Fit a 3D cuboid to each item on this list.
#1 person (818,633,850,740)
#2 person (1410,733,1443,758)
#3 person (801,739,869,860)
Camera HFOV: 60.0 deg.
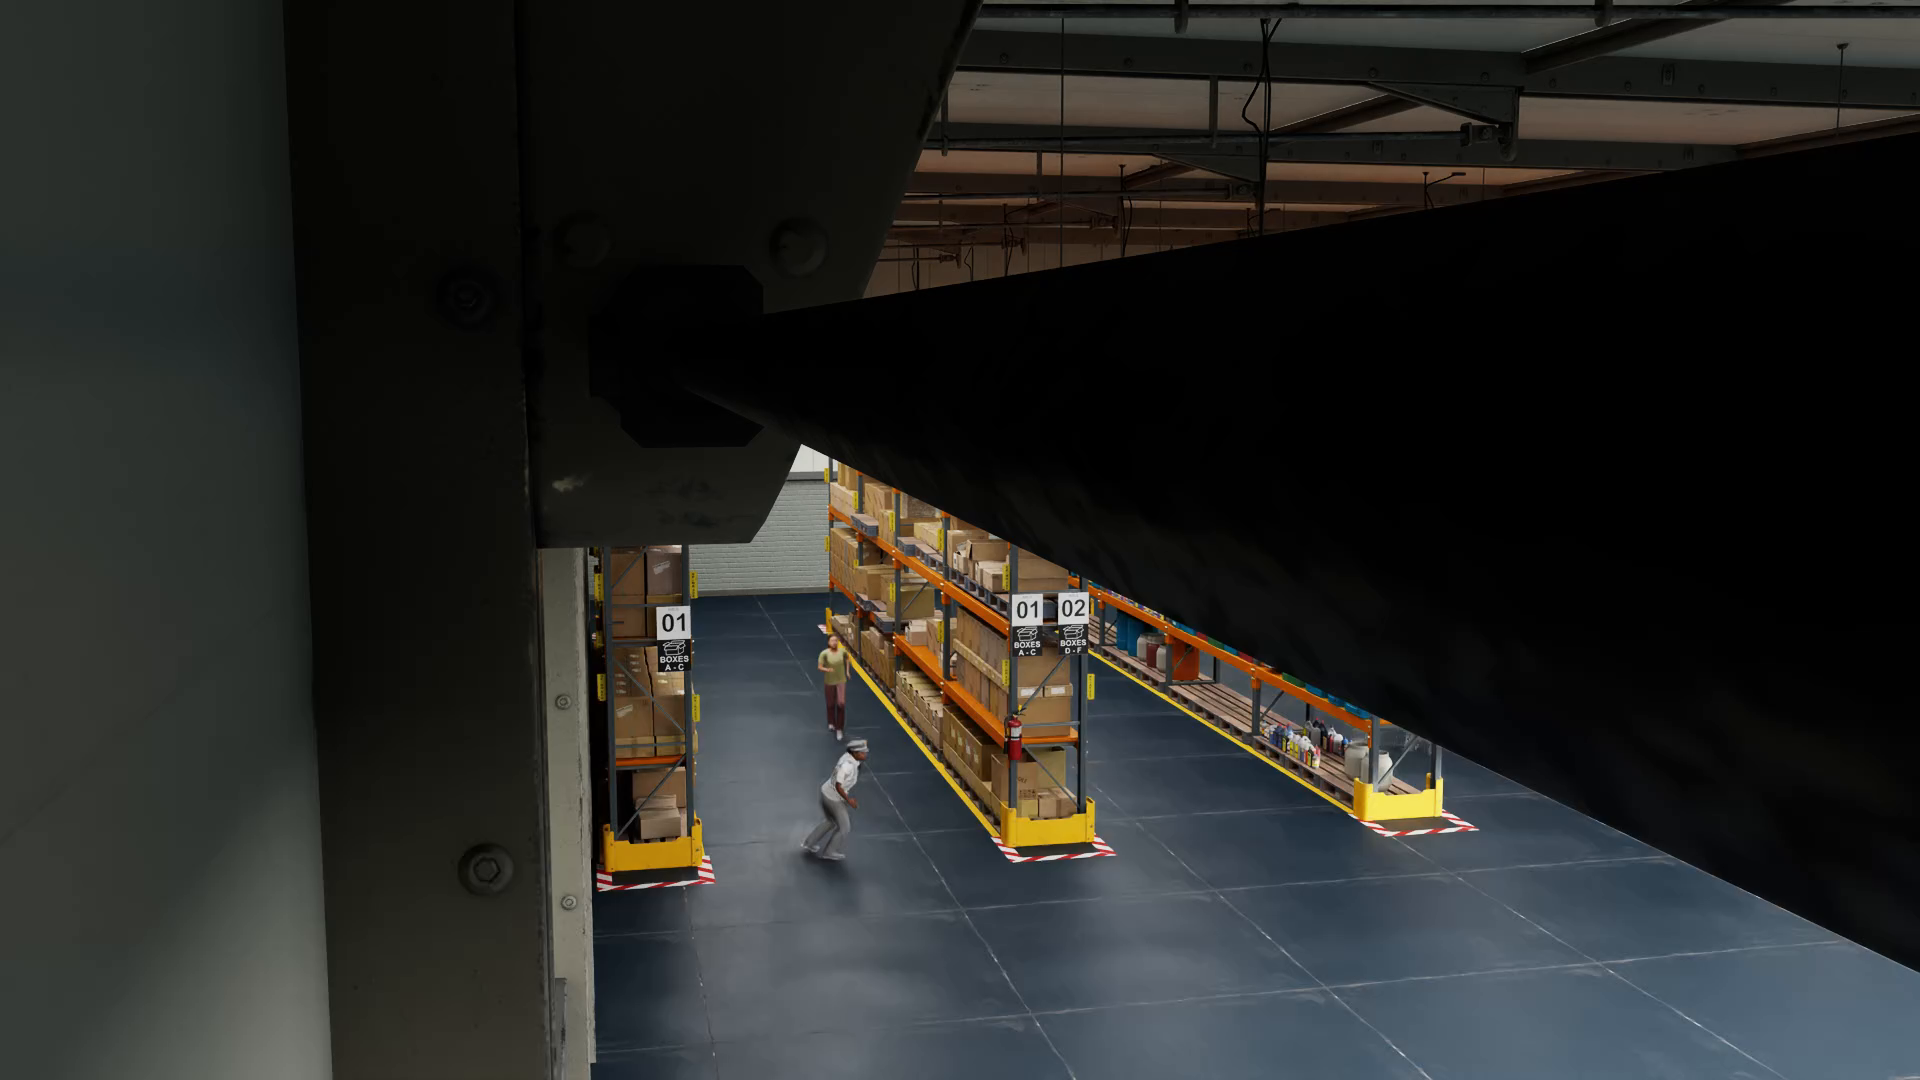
[{"bbox_3d":[-2.022,2.335,26.746,0.529,1.713,0.803,-1,7,-7],"label":"person"},{"bbox_3d":[7.307,2.520,25.608,0.711,1.632,0.619,0,7,-1],"label":"person"},{"bbox_3d":[-1.537,3.170,20.374,0.842,1.520,0.595,0,7,-3],"label":"person"}]
